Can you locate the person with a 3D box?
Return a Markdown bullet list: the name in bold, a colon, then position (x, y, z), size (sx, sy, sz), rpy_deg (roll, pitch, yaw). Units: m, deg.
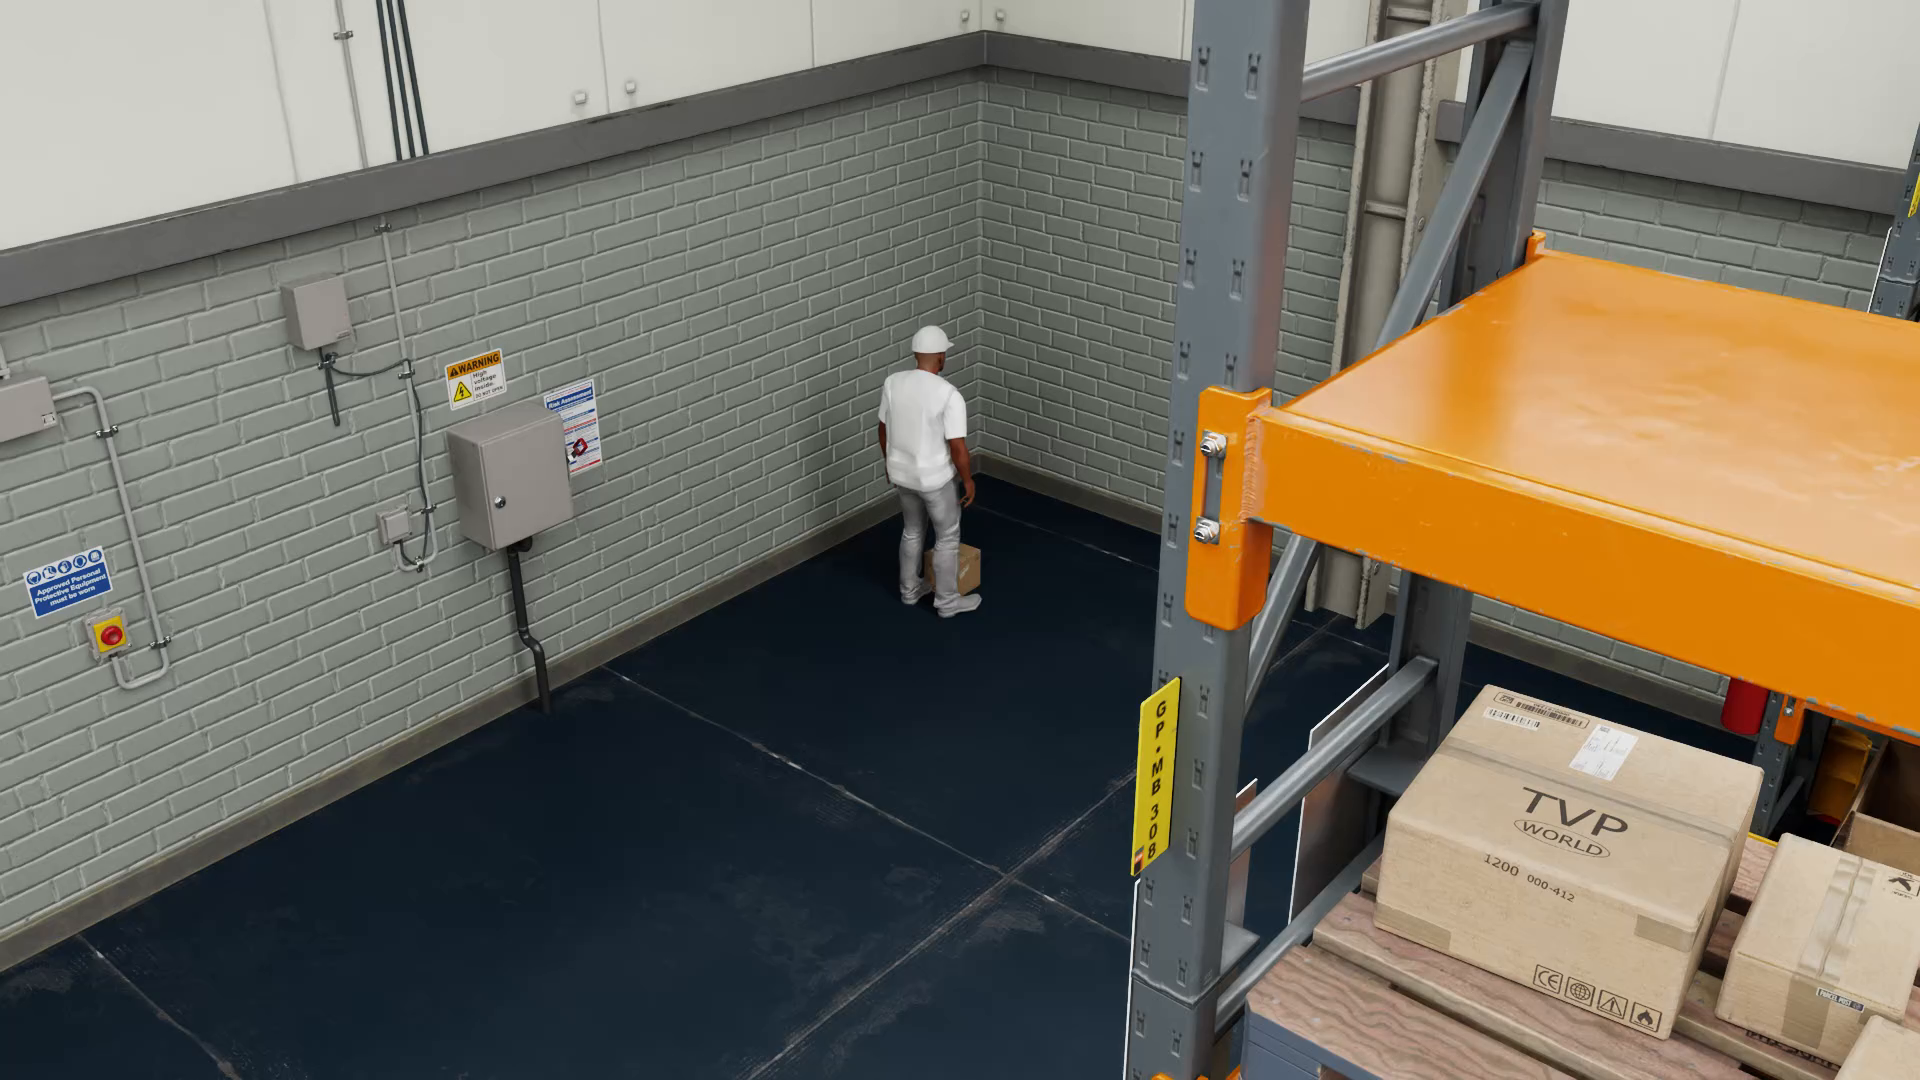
- **person**: position (-0.187, -0.405, 9.808), size (0.633, 1.759, 0.462), rpy_deg (18, 32, 31)
